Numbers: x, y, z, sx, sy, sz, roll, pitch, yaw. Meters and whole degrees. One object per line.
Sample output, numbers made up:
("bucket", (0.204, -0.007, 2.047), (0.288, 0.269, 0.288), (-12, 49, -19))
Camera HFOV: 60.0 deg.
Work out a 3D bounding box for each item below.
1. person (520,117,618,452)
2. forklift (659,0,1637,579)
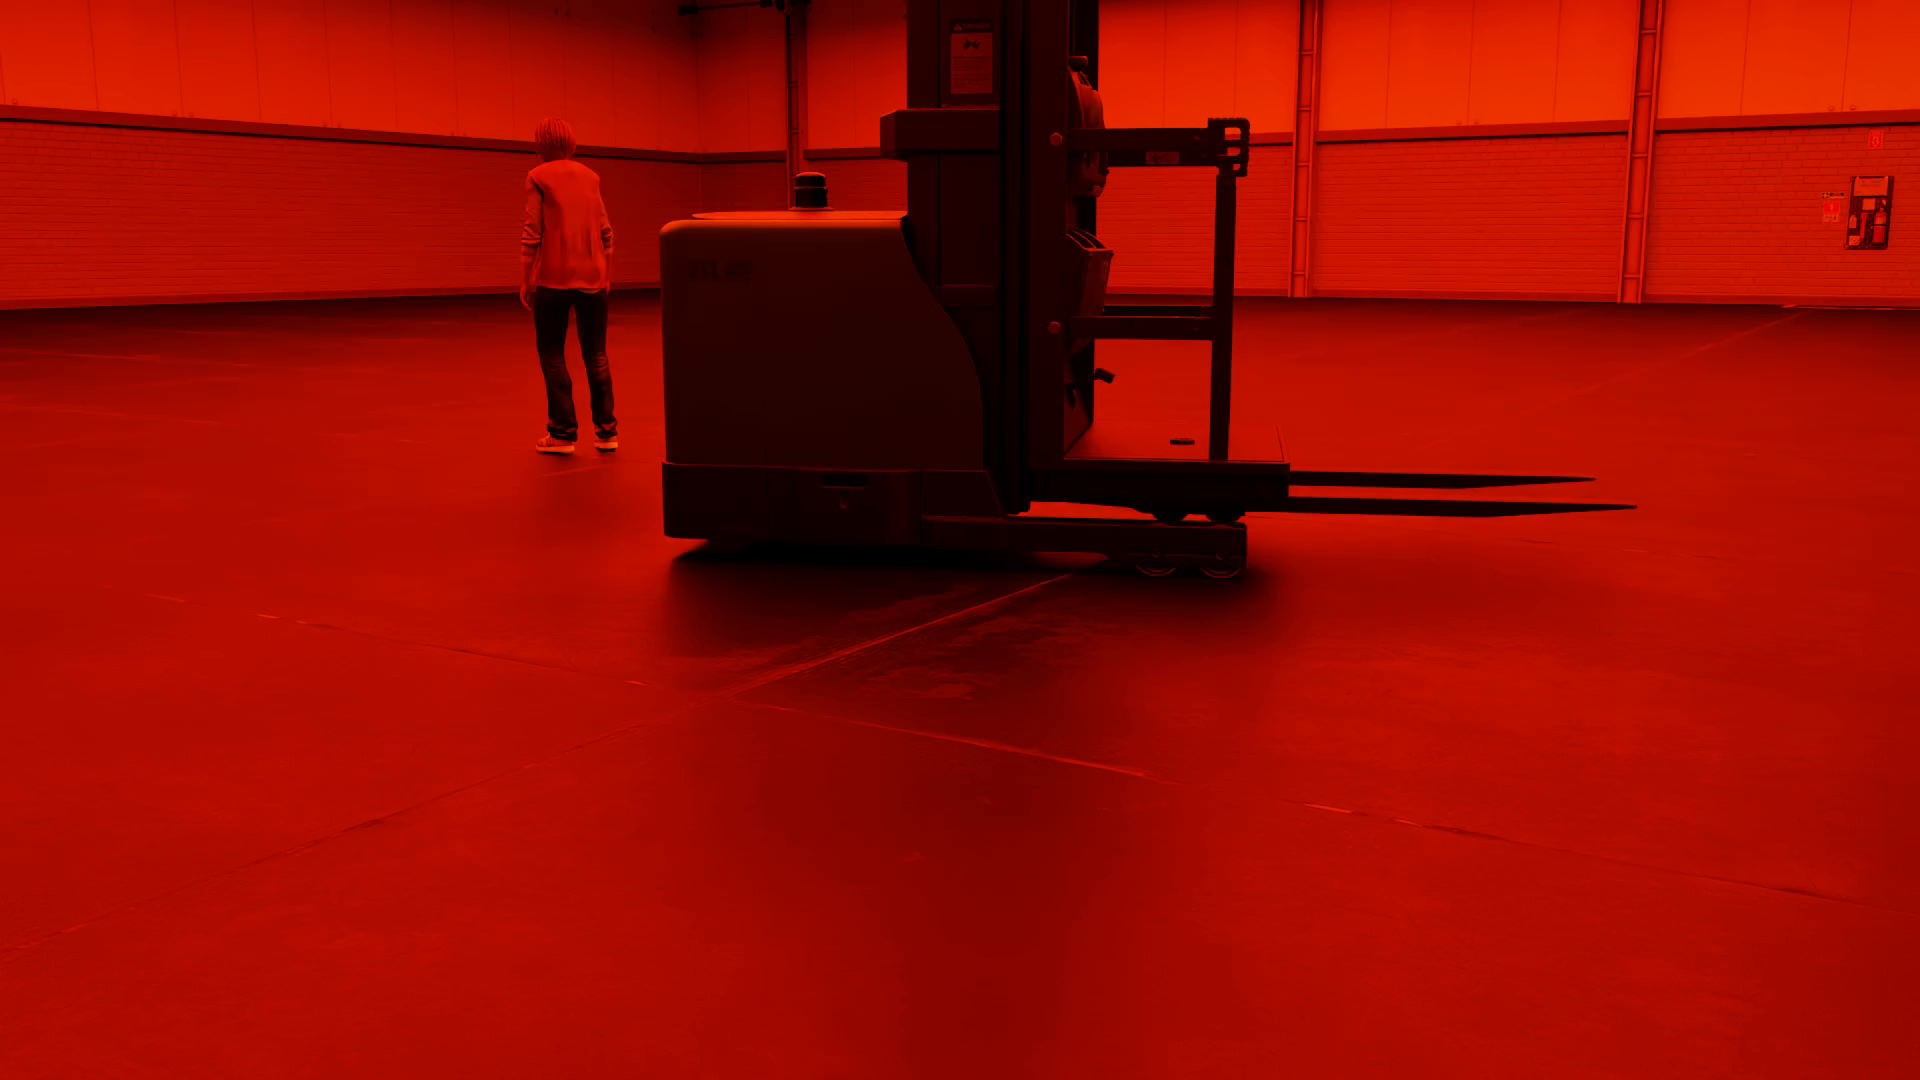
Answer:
("person", (-1.879, -1.215, 7.991), (0.479, 1.593, 0.345), (-8, 13, -37))
("forklift", (0.600, -1.426, 5.354), (3.031, 2.935, 1.130), (2, 10, 9))
